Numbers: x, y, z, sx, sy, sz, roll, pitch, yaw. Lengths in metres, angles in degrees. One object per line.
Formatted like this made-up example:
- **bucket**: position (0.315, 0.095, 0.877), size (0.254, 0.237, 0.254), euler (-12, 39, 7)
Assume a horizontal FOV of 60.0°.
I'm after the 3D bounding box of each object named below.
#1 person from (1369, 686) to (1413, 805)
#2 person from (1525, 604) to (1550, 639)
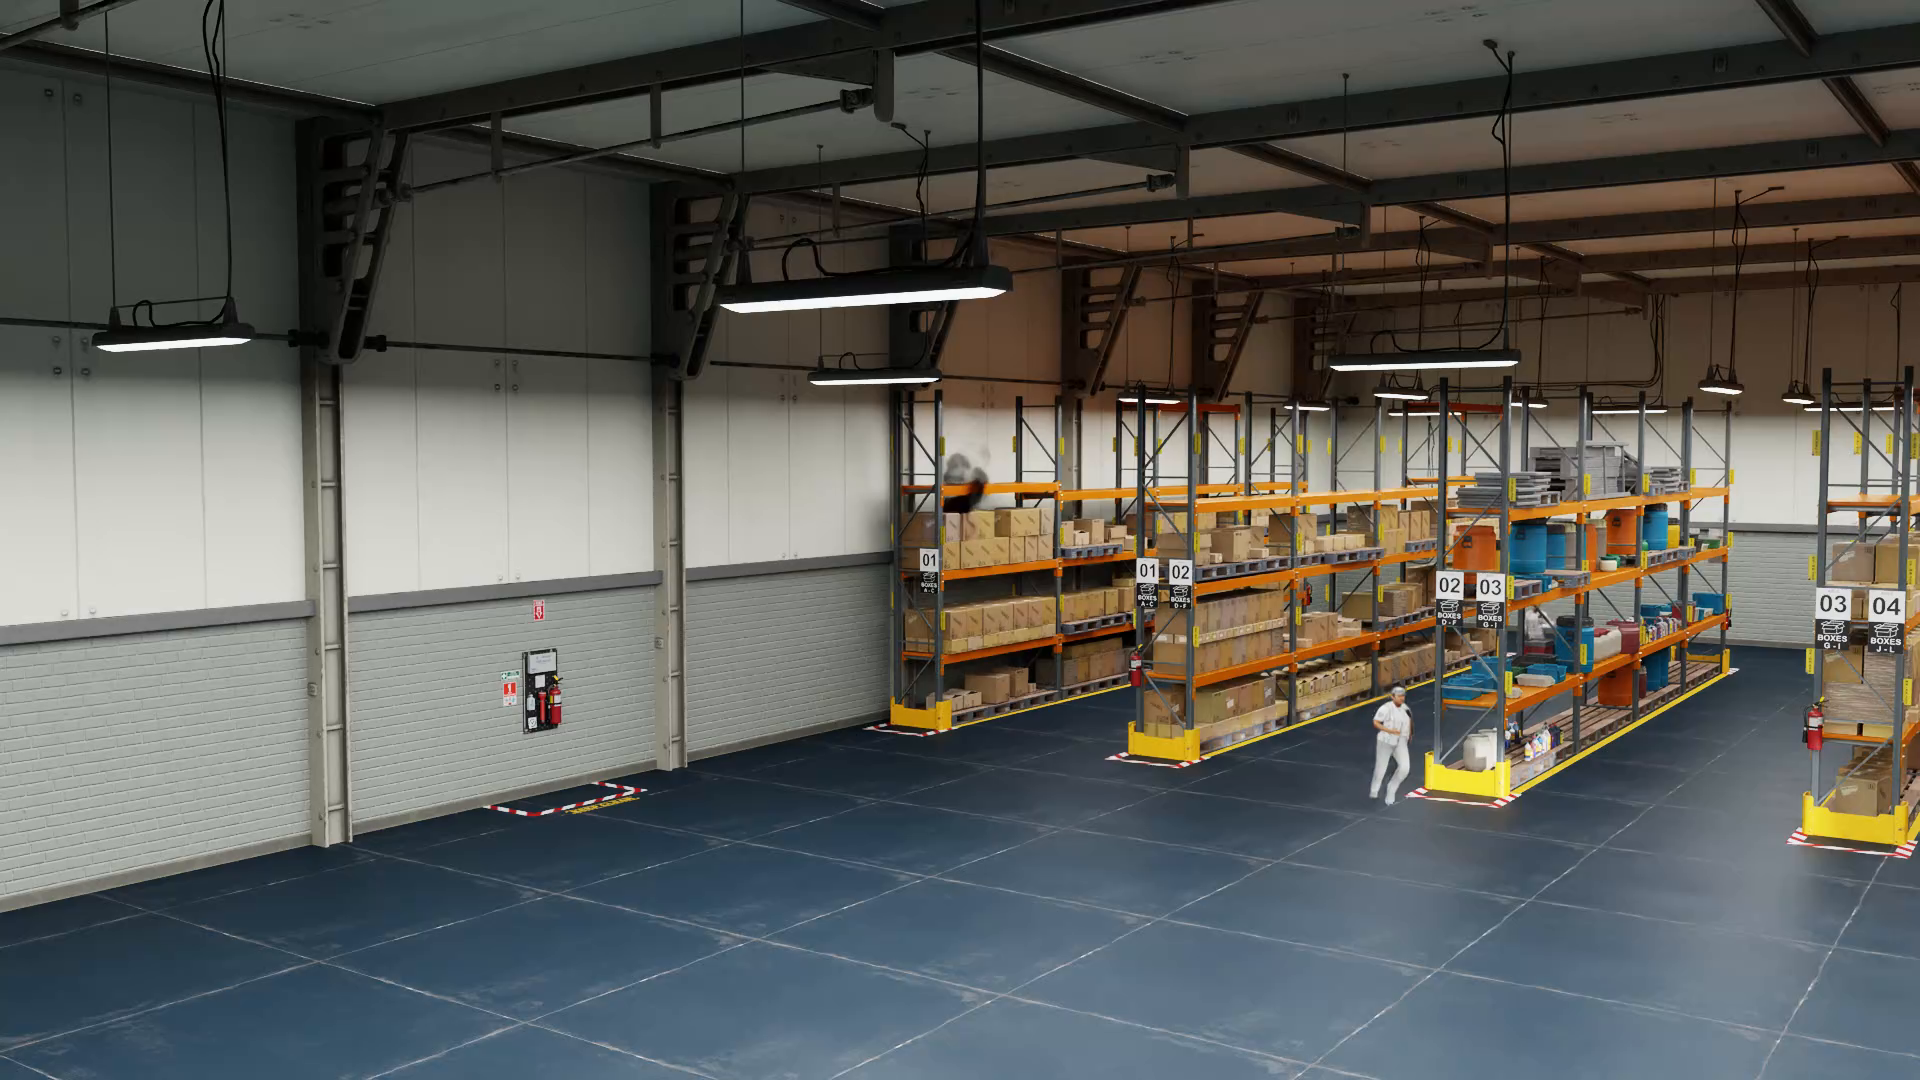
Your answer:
- **person**: position (6.094, 2.885, 23.379), size (0.652, 1.654, 0.679), euler (0, 3, -9)
- **person**: position (12.668, 2.102, 36.677), size (0.657, 1.659, 0.702), euler (2, 4, 25)
